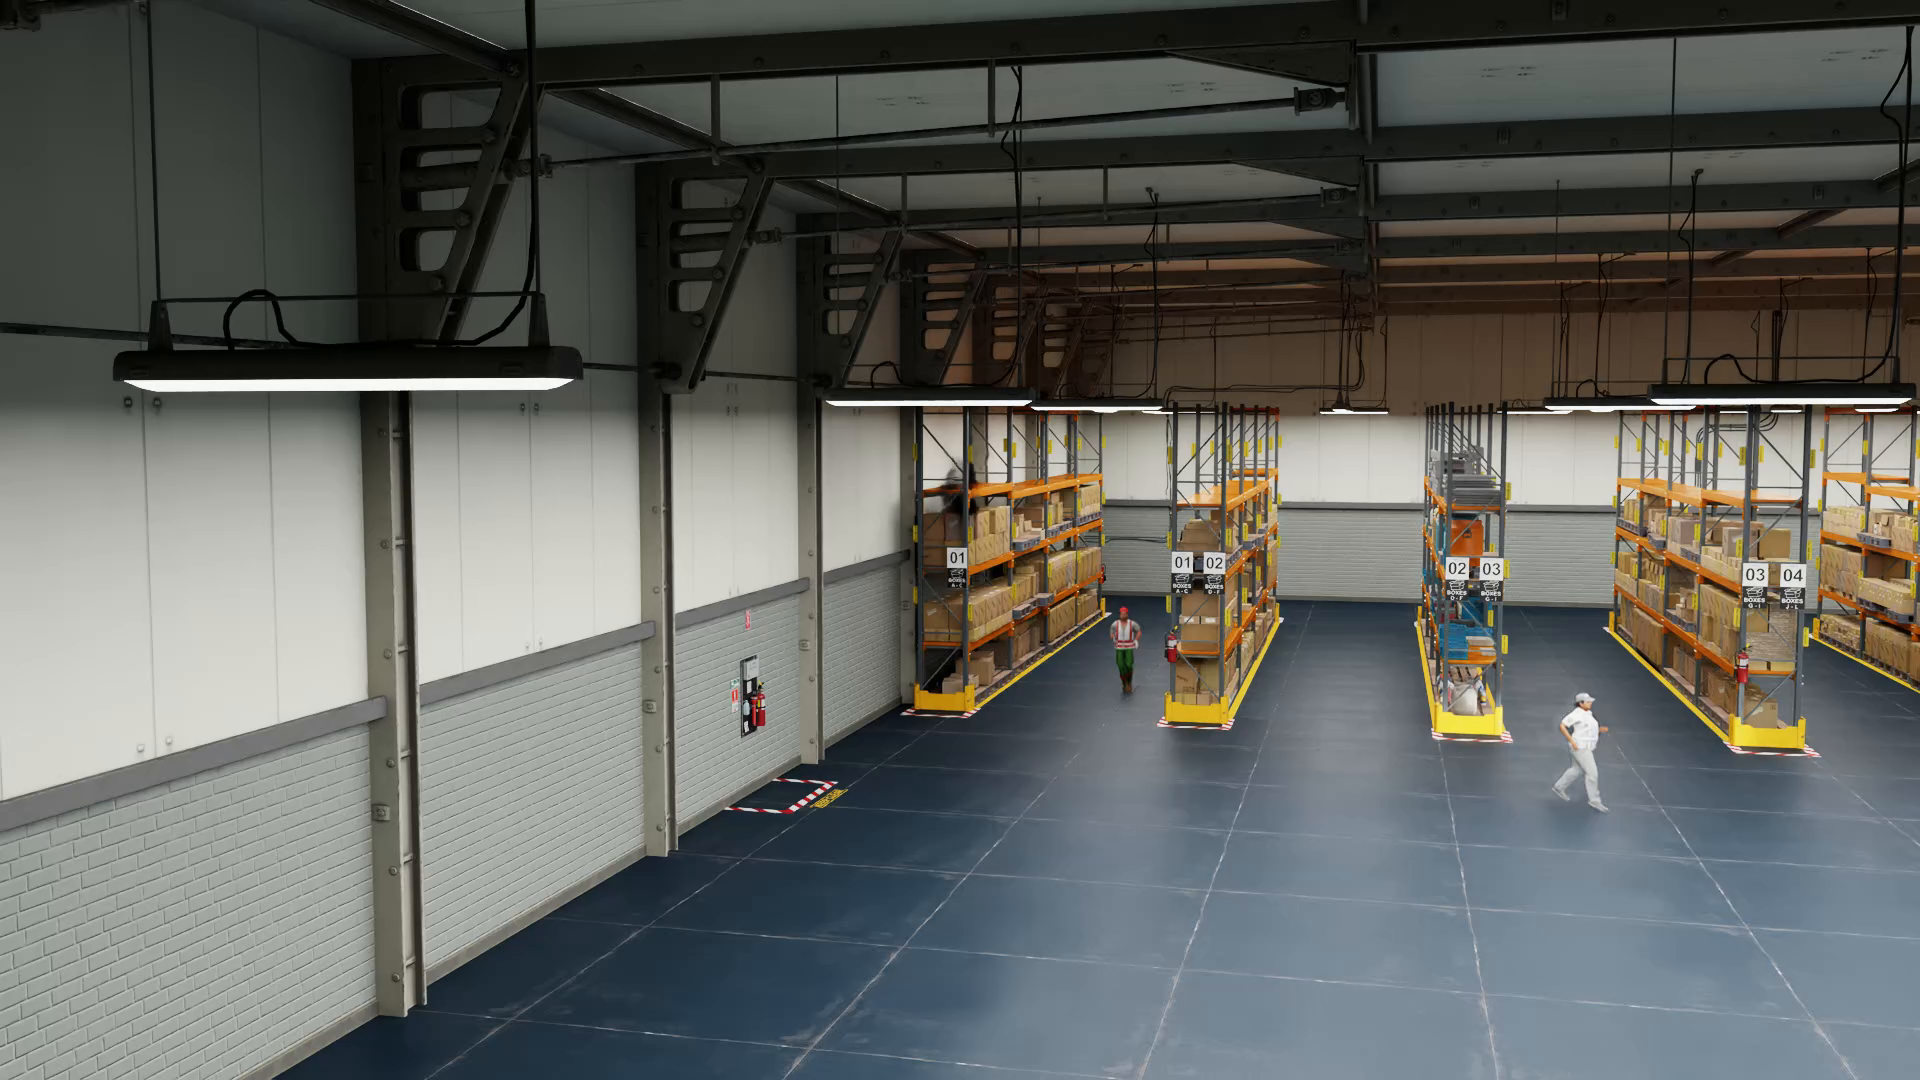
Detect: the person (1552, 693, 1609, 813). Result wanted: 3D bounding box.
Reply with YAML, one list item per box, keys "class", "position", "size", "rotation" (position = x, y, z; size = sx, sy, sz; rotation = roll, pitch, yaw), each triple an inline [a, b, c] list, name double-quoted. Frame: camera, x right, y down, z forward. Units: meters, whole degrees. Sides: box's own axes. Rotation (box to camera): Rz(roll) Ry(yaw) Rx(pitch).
- class: "person"
  position: [9.113, 3.080, 24.360]
  size: [0.860, 1.696, 0.594]
  rotation: [3, 5, 36]

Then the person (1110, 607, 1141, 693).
- class: "person"
  position: [3.416, 2.285, 34.550]
  size: [0.628, 1.784, 0.692]
  rotation: [1, 4, 14]

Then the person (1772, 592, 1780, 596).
- class: "person"
  position: [20.590, 1.798, 41.662]
  size: [0.668, 1.790, 0.732]
  rotation: [2, 5, 20]
